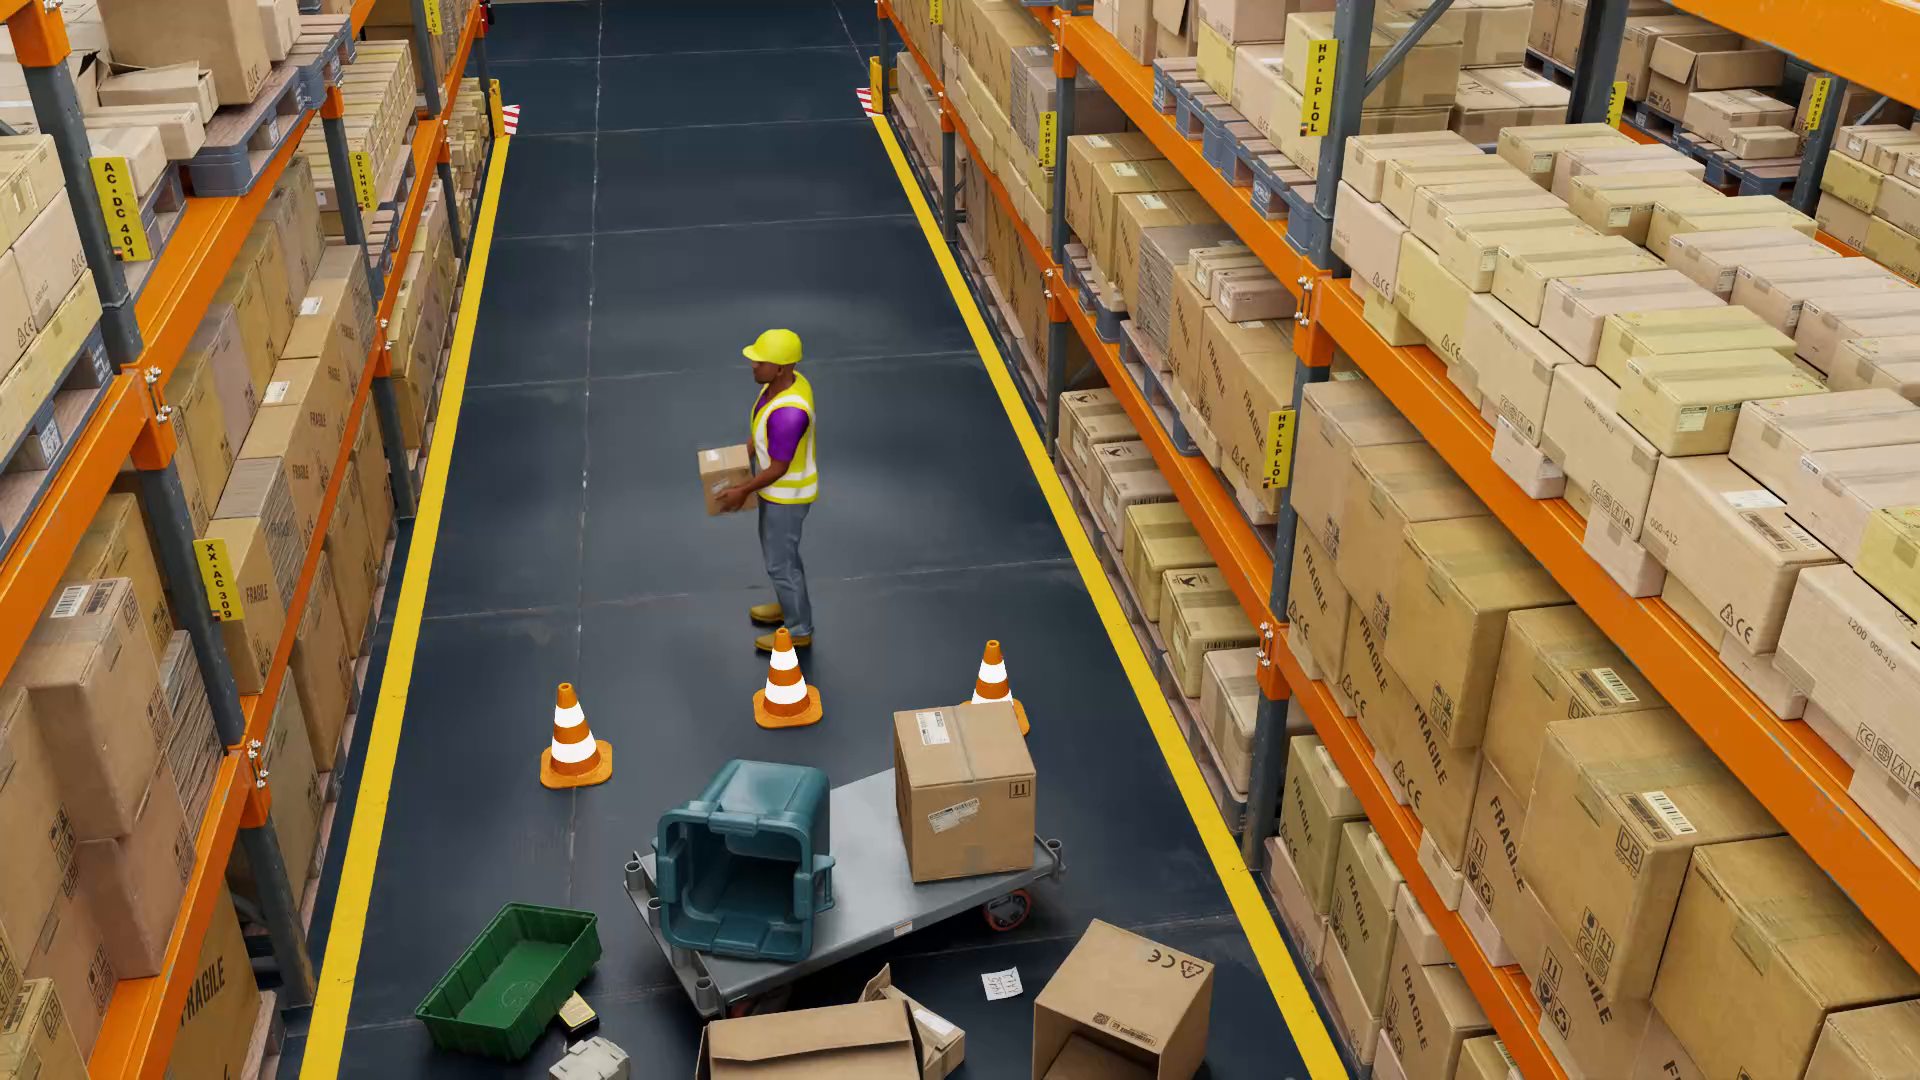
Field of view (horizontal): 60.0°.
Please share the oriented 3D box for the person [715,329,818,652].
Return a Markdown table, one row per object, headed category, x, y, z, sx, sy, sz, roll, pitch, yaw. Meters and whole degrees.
| category | x | y | z | sx | sy | sz | roll | pitch | yaw |
| --- | --- | --- | --- | --- | --- | --- | --- | --- | --- |
| person | -0.993 | -0.254 | 8.537 | 0.541 | 1.770 | 0.548 | -6 | 31 | -9 |
